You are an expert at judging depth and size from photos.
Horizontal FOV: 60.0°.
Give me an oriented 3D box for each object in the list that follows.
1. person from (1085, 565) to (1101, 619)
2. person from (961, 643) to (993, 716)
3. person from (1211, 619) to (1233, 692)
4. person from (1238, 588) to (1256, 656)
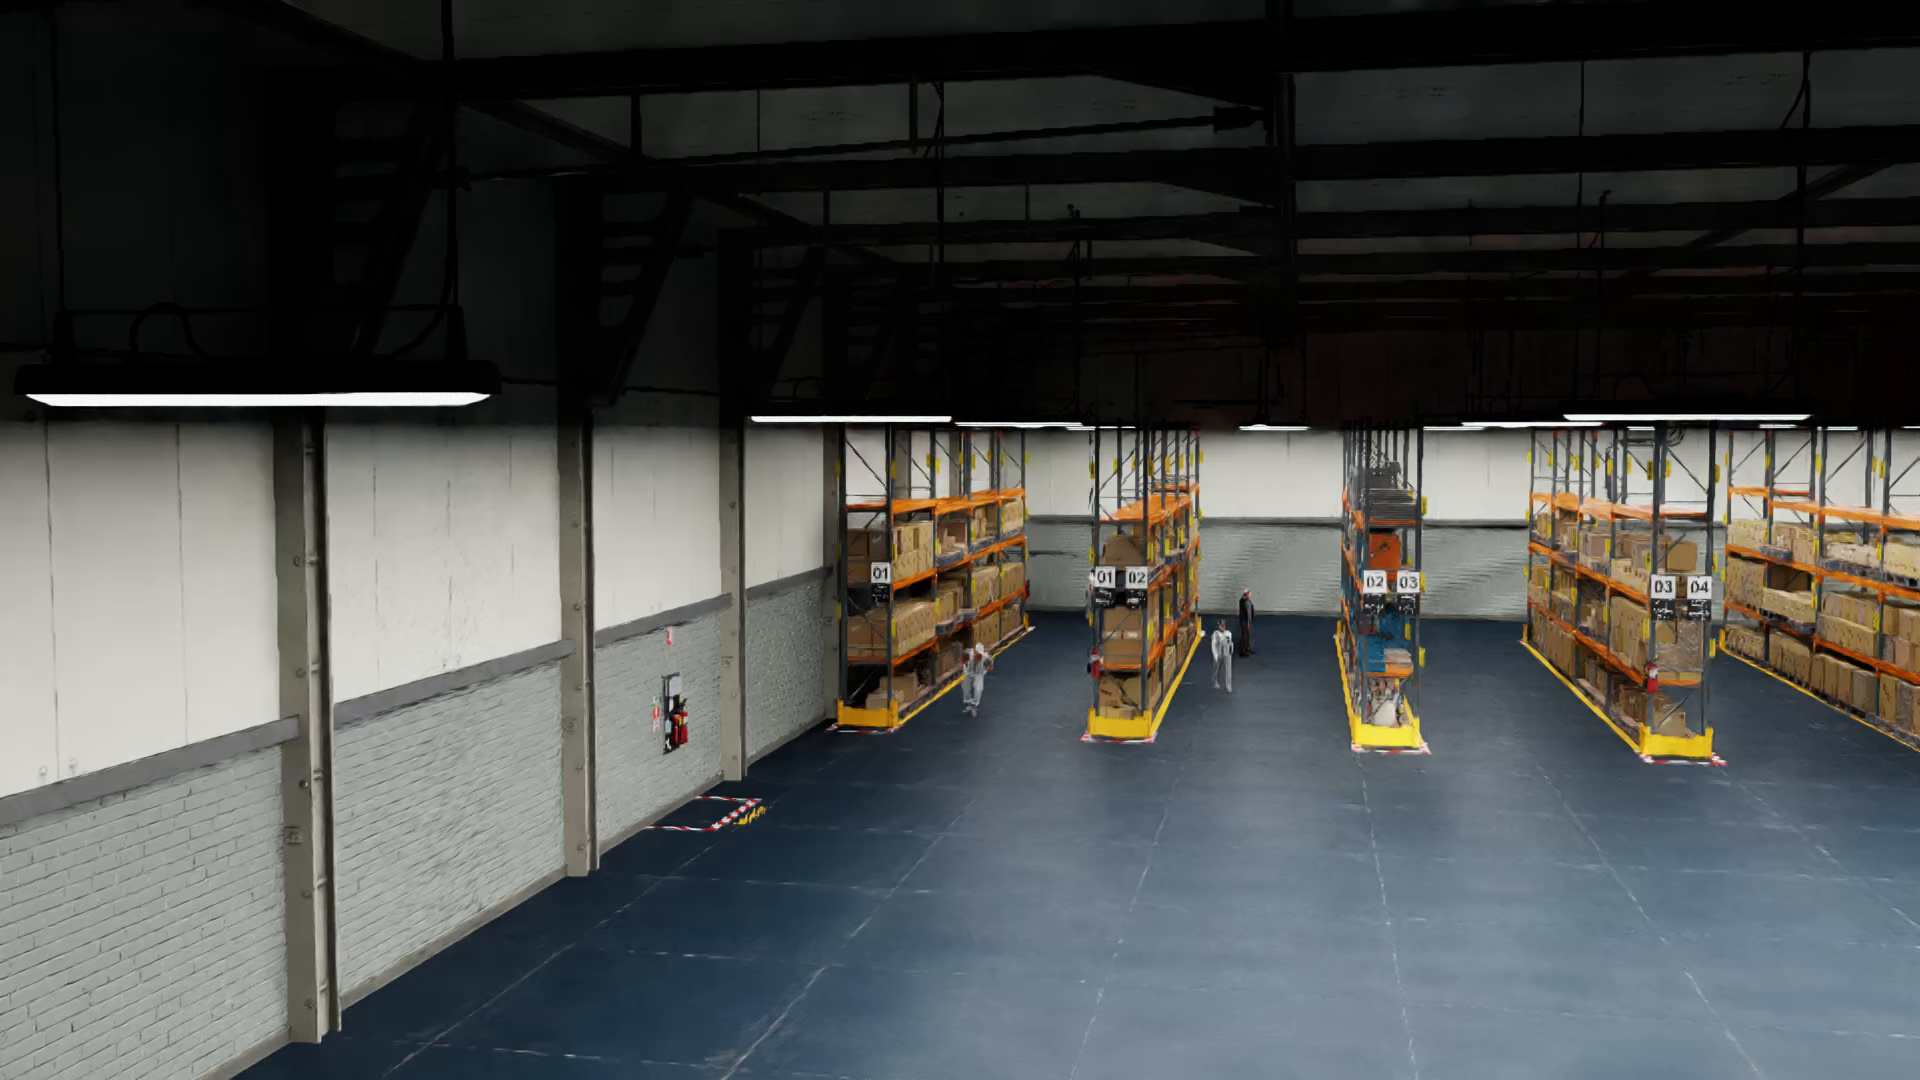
[{"bbox_3d":[4.047,1.597,50.911,0.499,1.664,0.482,3,5,40],"label":"person"},{"bbox_3d":[0.348,2.797,33.611,0.656,1.527,0.956,0,4,6],"label":"person"},{"bbox_3d":[5.783,2.518,36.694,0.510,1.604,1.023,0,4,4],"label":"person"},{"bbox_3d":[7.362,2.085,42.566,0.540,1.719,0.709,0,4,-5],"label":"person"}]
